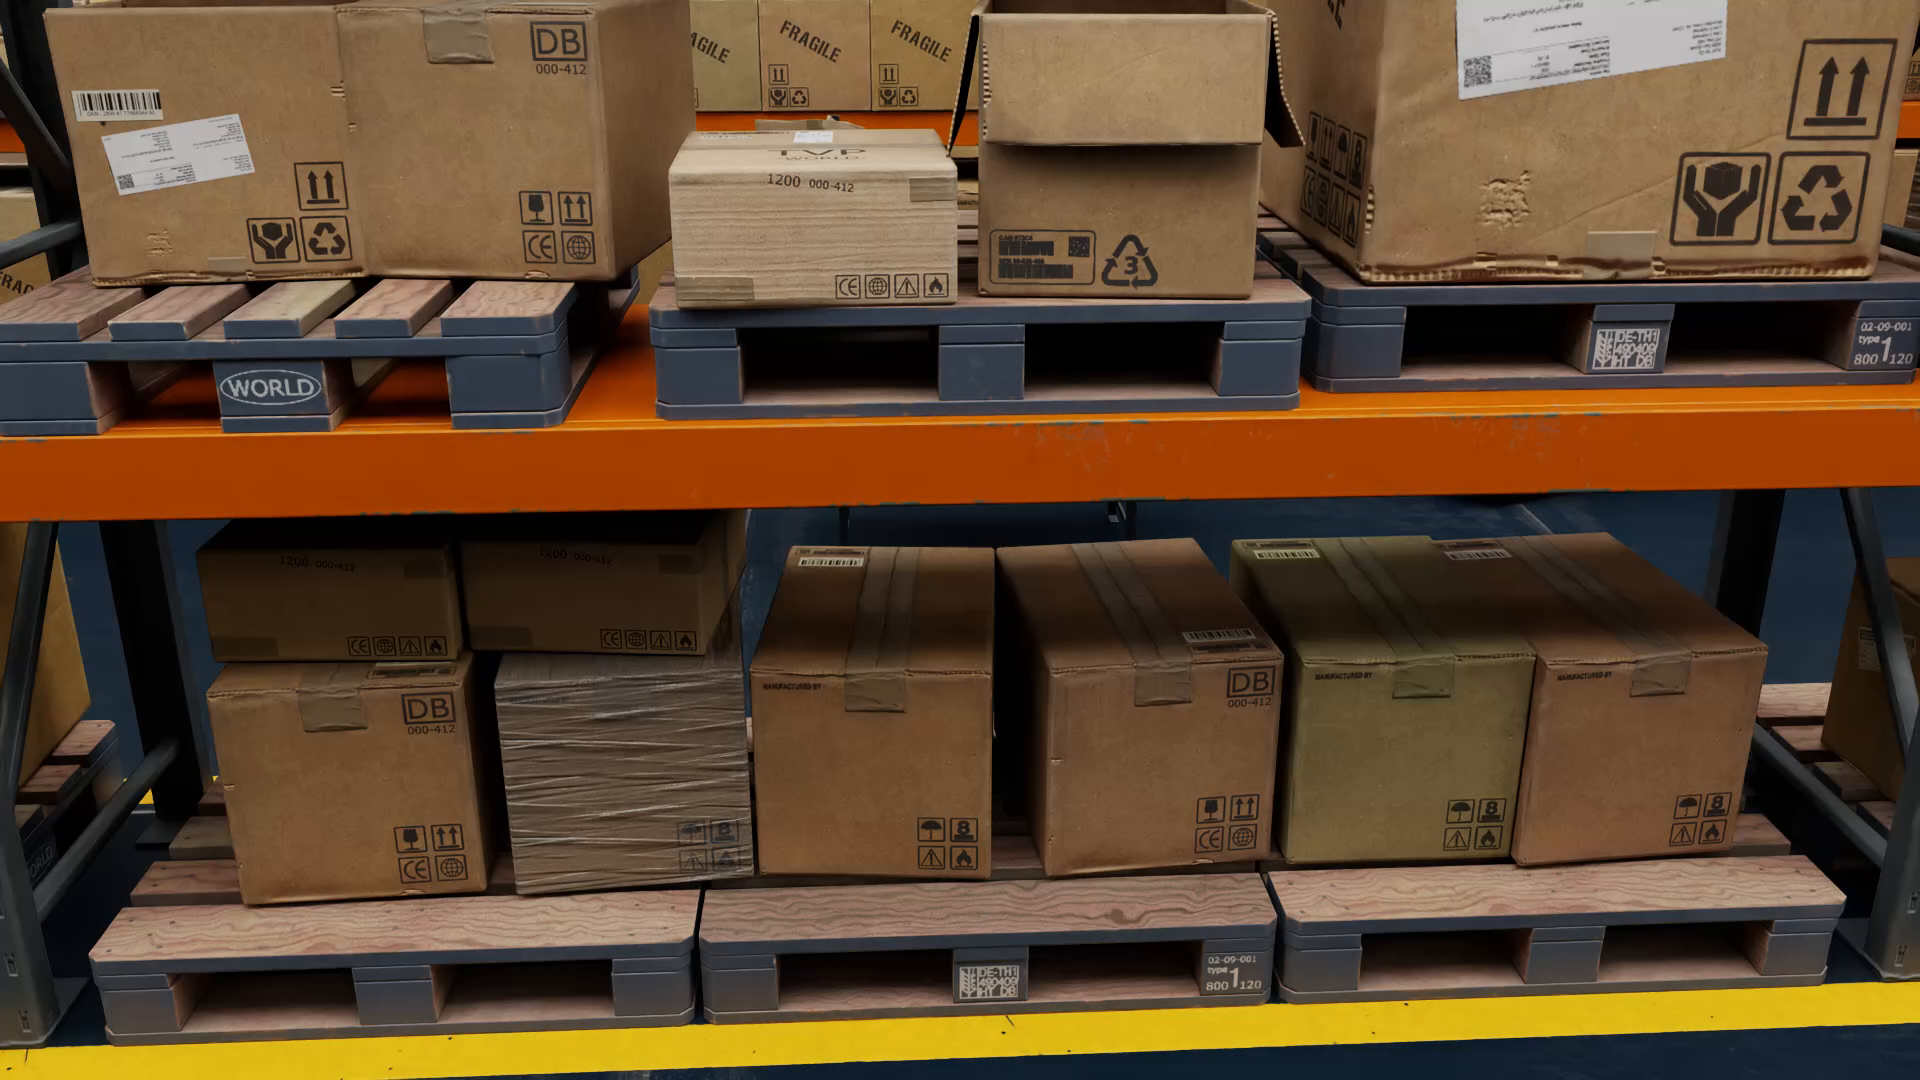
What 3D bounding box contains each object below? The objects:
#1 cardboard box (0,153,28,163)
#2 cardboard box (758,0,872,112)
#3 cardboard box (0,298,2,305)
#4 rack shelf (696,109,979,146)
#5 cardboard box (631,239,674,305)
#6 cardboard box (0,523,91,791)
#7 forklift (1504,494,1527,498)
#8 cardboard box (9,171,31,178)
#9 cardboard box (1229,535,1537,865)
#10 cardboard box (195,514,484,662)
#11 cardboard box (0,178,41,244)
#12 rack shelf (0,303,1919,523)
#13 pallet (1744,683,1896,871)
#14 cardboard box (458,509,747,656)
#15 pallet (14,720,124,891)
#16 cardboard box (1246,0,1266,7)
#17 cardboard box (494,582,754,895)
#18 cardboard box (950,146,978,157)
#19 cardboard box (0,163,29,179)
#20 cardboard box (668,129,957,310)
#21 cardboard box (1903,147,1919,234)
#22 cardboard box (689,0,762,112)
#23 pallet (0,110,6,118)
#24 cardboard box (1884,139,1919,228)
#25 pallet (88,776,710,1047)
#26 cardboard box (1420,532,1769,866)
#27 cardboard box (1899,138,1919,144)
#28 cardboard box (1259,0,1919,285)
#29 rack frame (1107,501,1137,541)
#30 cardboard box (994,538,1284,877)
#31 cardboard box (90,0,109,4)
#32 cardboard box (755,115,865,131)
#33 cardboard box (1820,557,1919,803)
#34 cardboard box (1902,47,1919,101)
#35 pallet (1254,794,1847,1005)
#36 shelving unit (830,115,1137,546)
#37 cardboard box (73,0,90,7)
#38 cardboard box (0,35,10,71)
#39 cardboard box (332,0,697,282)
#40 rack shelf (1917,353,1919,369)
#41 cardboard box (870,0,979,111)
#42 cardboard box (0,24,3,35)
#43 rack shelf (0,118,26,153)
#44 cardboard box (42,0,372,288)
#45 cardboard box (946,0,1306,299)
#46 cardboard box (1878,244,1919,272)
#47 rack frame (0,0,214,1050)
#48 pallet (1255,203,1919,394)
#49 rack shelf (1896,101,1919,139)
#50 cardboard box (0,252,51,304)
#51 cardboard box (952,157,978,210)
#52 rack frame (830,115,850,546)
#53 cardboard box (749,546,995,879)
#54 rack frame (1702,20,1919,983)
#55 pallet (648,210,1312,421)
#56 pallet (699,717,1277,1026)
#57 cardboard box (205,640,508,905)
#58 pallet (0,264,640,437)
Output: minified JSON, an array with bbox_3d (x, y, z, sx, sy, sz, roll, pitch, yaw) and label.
[{"bbox_3d":[-7.153,-3.003,12.804,0.875,0.438,0.875,-1,21,-4],"label":"cardboard box"},{"bbox_3d":[-0.668,-2.285,7.767,0.500,0.500,0.500,-1,21,-3],"label":"cardboard box"},{"bbox_3d":[-2.462,-0.673,3.533,0.500,0.500,0.500,-1,21,-1],"label":"cardboard box"},{"bbox_3d":[-0.146,-2.008,8.191,4.000,0.370,1.077,-1,21,-3],"label":"rack shelf"},{"bbox_3d":[-1.530,-1.429,8.231,0.750,0.750,1.050,-1,21,-4],"label":"cardboard box"},{"bbox_3d":[-2.651,0.263,3.609,0.875,0.875,1.225,-2,21,-6],"label":"cardboard box"},{"bbox_3d":[3.108,-1.873,6.920,3.031,2.935,1.130,-10,23,-24],"label":"forklift"},{"bbox_3d":[-4.367,-1.728,8.312,0.500,0.250,0.500,-2,21,-5],"label":"cardboard box"},{"bbox_3d":[0.941,0.349,3.883,0.500,0.500,0.700,-1,21,-3],"label":"cardboard box"},{"bbox_3d":[-1.294,0.048,3.620,0.500,0.250,0.500,0,21,-1],"label":"cardboard box"},{"bbox_3d":[-4.343,-1.543,7.826,0.500,0.250,0.500,0,21,-1],"label":"cardboard box"},{"bbox_3d":[0.036,-0.244,3.558,4.000,0.370,1.077,-1,21,-3],"label":"rack shelf"},{"bbox_3d":[2.701,0.656,4.102,1.213,0.211,1.003,-1,21,-3],"label":"pallet"},{"bbox_3d":[-0.765,0.034,3.658,0.500,0.250,0.500,1,21,3],"label":"cardboard box"},{"bbox_3d":[-2.752,0.753,3.848,1.213,0.211,1.003,-1,21,-3],"label":"pallet"},{"bbox_3d":[1.345,-2.326,7.875,0.500,0.500,0.500,-1,21,-3],"label":"cardboard box"},{"bbox_3d":[-0.740,0.386,3.786,0.500,0.500,0.700,-3,21,-8],"label":"cardboard box"},{"bbox_3d":[0.226,-3.082,13.104,0.625,0.372,0.950,0,21,0],"label":"cardboard box"},{"bbox_3d":[-4.893,-1.712,8.270,0.500,0.250,0.500,0,21,0],"label":"cardboard box"},{"bbox_3d":[-0.274,-0.618,3.150,0.500,0.250,0.500,-2,21,-5],"label":"cardboard box"},{"bbox_3d":[2.485,-0.794,3.432,0.500,0.500,0.875,-1,21,-3],"label":"cardboard box"},{"bbox_3d":[-1.172,-2.275,7.741,0.500,0.500,0.500,-1,21,-4],"label":"cardboard box"},{"bbox_3d":[-4.117,-2.159,7.847,1.213,0.211,1.003,-1,21,-3],"label":"pallet"},{"bbox_3d":[4.292,-1.614,8.540,0.875,0.875,0.875,-1,21,-4],"label":"cardboard box"},{"bbox_3d":[-1.181,0.748,3.860,1.213,0.211,1.003,-1,21,-3],"label":"pallet"},{"bbox_3d":[1.418,0.346,3.891,0.500,0.500,0.700,-3,21,-7],"label":"cardboard box"},{"bbox_3d":[5.171,-1.632,8.589,0.875,0.875,0.875,-1,21,-3],"label":"cardboard box"},{"bbox_3d":[1.231,-1.131,3.444,1.000,1.000,1.000,-1,21,-3],"label":"cardboard box"},{"bbox_3d":[0.593,-0.713,5.886,0.032,1.500,0.500,-1,21,-3],"label":"rack frame"},{"bbox_3d":[0.383,0.361,3.852,0.500,0.500,0.700,-3,21,-8],"label":"cardboard box"},{"bbox_3d":[-3.638,-2.329,7.366,0.250,0.149,0.380,-1,21,-3],"label":"cardboard box"},{"bbox_3d":[-0.311,-0.803,3.613,0.258,0.266,0.396,-2,21,-5],"label":"cardboard box"},{"bbox_3d":[2.434,0.357,3.891,0.500,0.500,0.500,-2,21,-5],"label":"cardboard box"},{"bbox_3d":[4.362,-2.527,8.332,0.550,0.550,0.875,-1,21,-3],"label":"cardboard box"},{"bbox_3d":[1.255,0.698,3.990,1.213,0.211,1.003,-1,21,-3],"label":"pallet"},{"bbox_3d":[0.085,-0.703,5.859,1.048,1.500,0.538,-1,21,-3],"label":"shelving unit"},{"bbox_3d":[-3.898,-2.323,7.352,0.250,0.149,0.380,-1,21,-2],"label":"cardboard box"},{"bbox_3d":[-4.162,-2.179,7.390,0.250,0.149,0.380,-2,21,-6],"label":"cardboard box"},{"bbox_3d":[-0.872,-0.855,3.420,0.500,0.500,0.700,2,21,5],"label":"cardboard box"},{"bbox_3d":[4.029,-0.326,3.771,4.000,0.370,1.077,-1,21,-3],"label":"rack shelf"},{"bbox_3d":[-0.171,-2.295,7.792,0.500,0.500,0.500,-1,21,-4],"label":"cardboard box"},{"bbox_3d":[-4.156,-2.318,7.337,0.250,0.149,0.380,-2,21,-4],"label":"cardboard box"},{"bbox_3d":[-4.140,-1.927,7.978,4.000,0.370,1.077,-1,21,-3],"label":"rack shelf"},{"bbox_3d":[-1.424,-0.808,3.297,0.500,0.500,0.500,-4,21,-10],"label":"cardboard box"},{"bbox_3d":[0.307,-0.798,3.265,0.637,0.503,0.797,1,21,2],"label":"cardboard box"},{"bbox_3d":[2.231,-0.613,3.867,0.250,0.149,0.380,-1,21,-3],"label":"cardboard box"},{"bbox_3d":[-1.961,-0.540,3.323,0.127,3.000,1.000,-1,21,-3],"label":"rack frame"},{"bbox_3d":[1.261,-0.568,3.666,1.213,0.211,1.003,-1,21,-3],"label":"pallet"},{"bbox_3d":[3.847,-2.090,8.405,4.000,0.370,1.077,-1,21,-3],"label":"rack shelf"},{"bbox_3d":[-4.333,-1.198,7.975,0.500,0.500,0.500,-1,21,-2],"label":"cardboard box"},{"bbox_3d":[0.273,-1.467,8.331,0.750,0.750,1.050,-1,21,-3],"label":"cardboard box"},{"bbox_3d":[-0.422,-0.692,5.832,0.032,1.500,0.500,-1,21,-3],"label":"rack frame"},{"bbox_3d":[-0.174,0.372,3.822,0.500,0.500,0.700,1,21,1],"label":"cardboard box"},{"bbox_3d":[2.033,-0.621,3.537,0.127,3.000,1.000,-1,21,-3],"label":"rack frame"},{"bbox_3d":[0.013,-0.505,3.501,1.213,0.211,1.003,-1,21,-3],"label":"pallet"},{"bbox_3d":[0.035,0.724,3.922,1.213,0.211,1.003,-1,21,-3],"label":"pallet"},{"bbox_3d":[-1.293,0.402,3.744,0.500,0.500,0.700,-2,21,-6],"label":"cardboard box"},{"bbox_3d":[-1.255,-0.503,3.495,1.003,0.211,1.213,-1,21,-3],"label":"pallet"}]
